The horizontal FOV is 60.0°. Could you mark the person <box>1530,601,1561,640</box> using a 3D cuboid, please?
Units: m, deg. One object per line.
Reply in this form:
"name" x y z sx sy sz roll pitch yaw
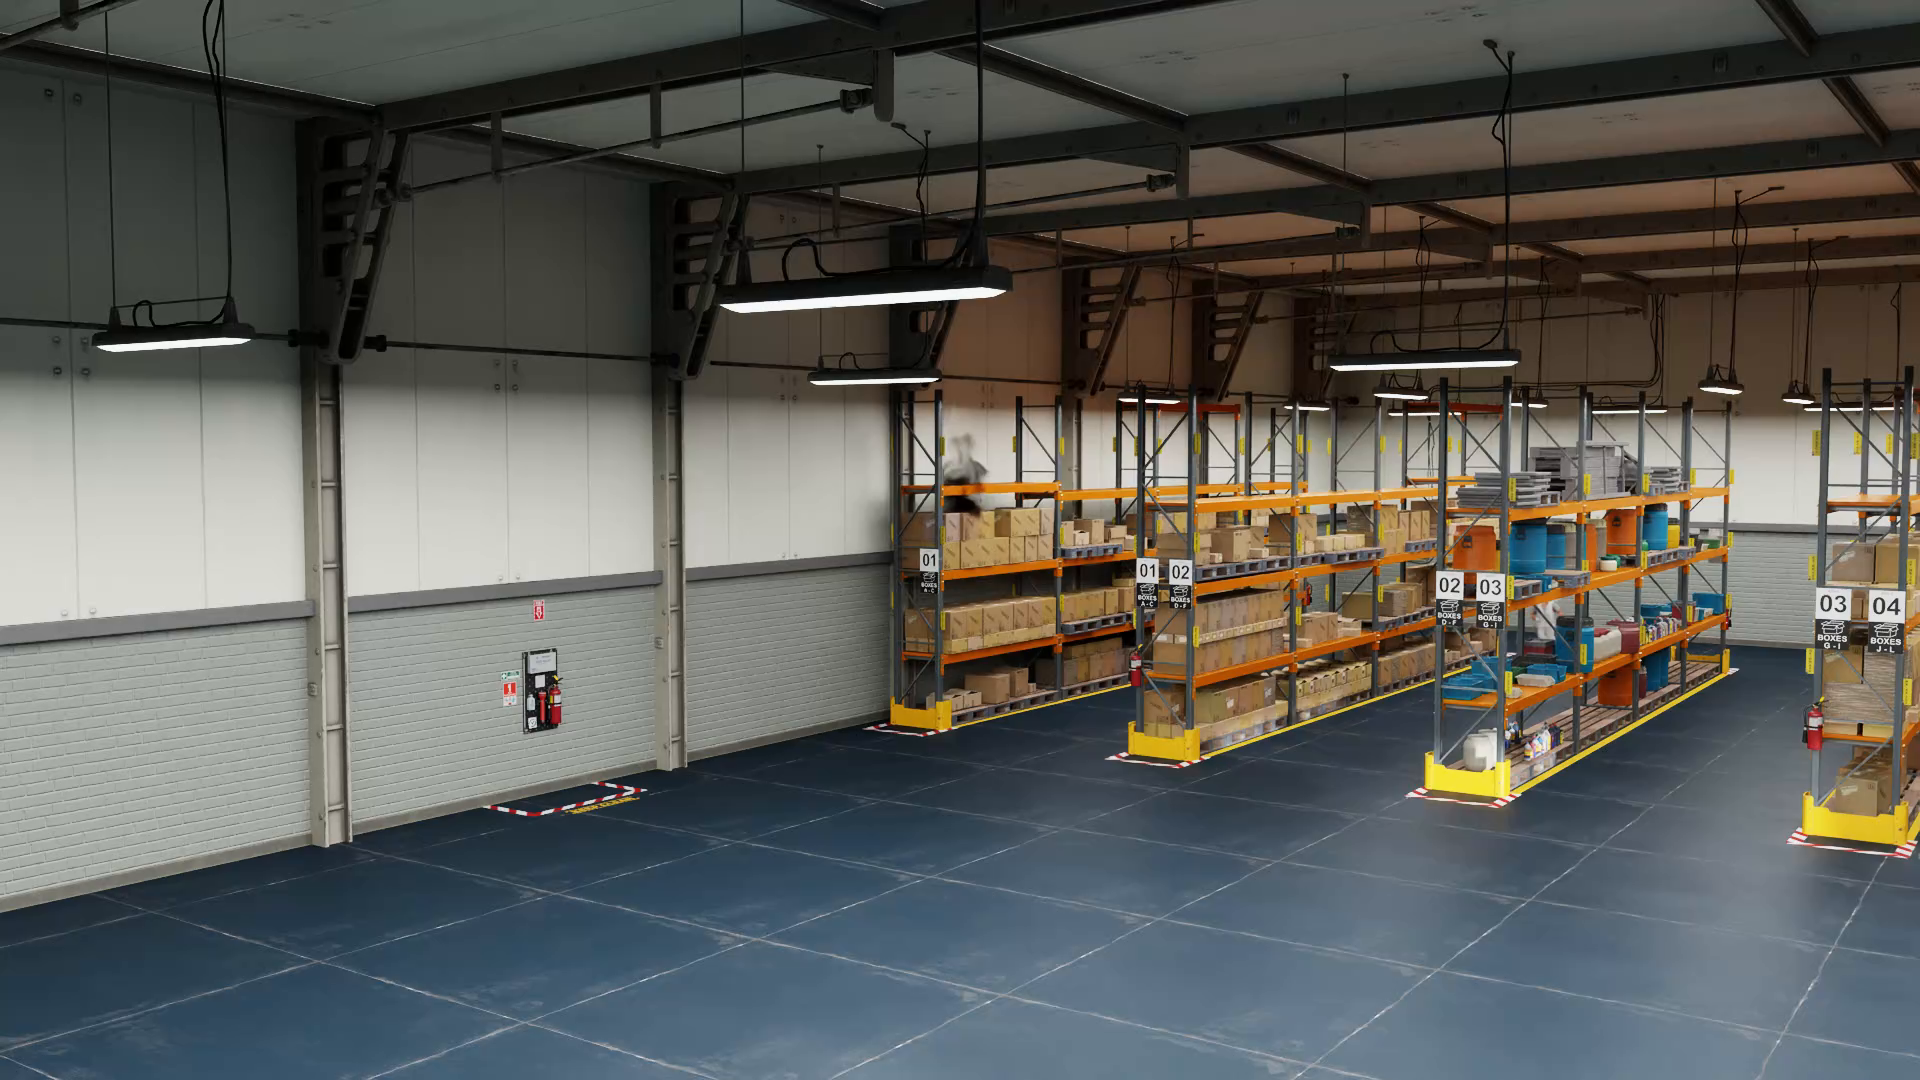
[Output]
"person" 13.270 1.993 37.723 0.654 1.736 0.582 2 4 25
